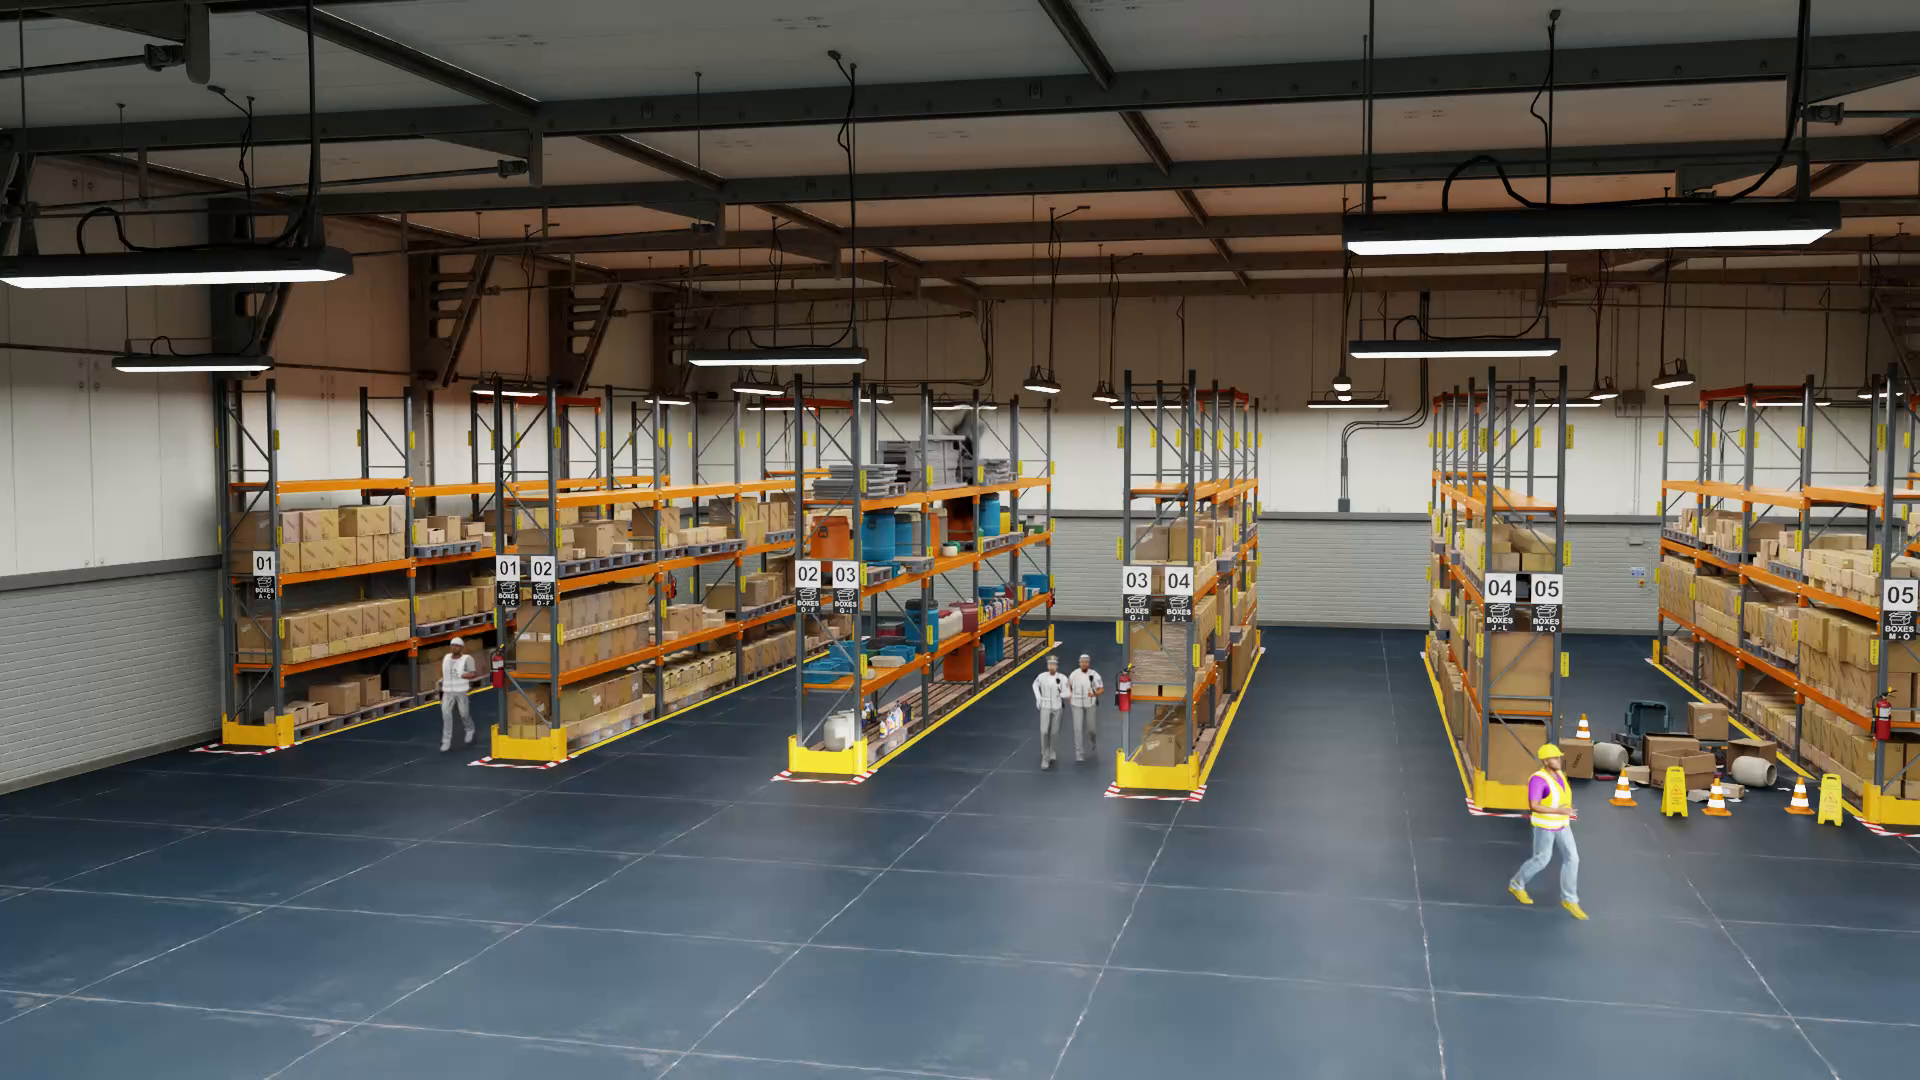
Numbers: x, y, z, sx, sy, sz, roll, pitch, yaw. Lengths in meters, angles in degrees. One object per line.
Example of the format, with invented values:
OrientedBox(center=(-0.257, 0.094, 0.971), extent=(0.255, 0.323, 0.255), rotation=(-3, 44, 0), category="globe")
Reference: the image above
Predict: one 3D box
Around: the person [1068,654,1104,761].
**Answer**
OrientedBox(center=(1.955, 2.613, 26.173), extent=(0.620, 1.634, 0.823), rotation=(1, 3, 10), category="person")

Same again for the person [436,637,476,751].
OrientedBox(center=(-8.175, 2.468, 26.926), extent=(0.696, 1.772, 0.958), rotation=(0, 3, 5), category="person")

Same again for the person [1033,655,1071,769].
OrientedBox(center=(1.401, 2.633, 25.549), extent=(0.576, 1.753, 0.751), rotation=(0, 3, 4), category="person")

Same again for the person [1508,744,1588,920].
OrientedBox(center=(6.238, 3.063, 17.625), extent=(0.700, 1.815, 0.856), rotation=(-3, 4, -36), category="person")
